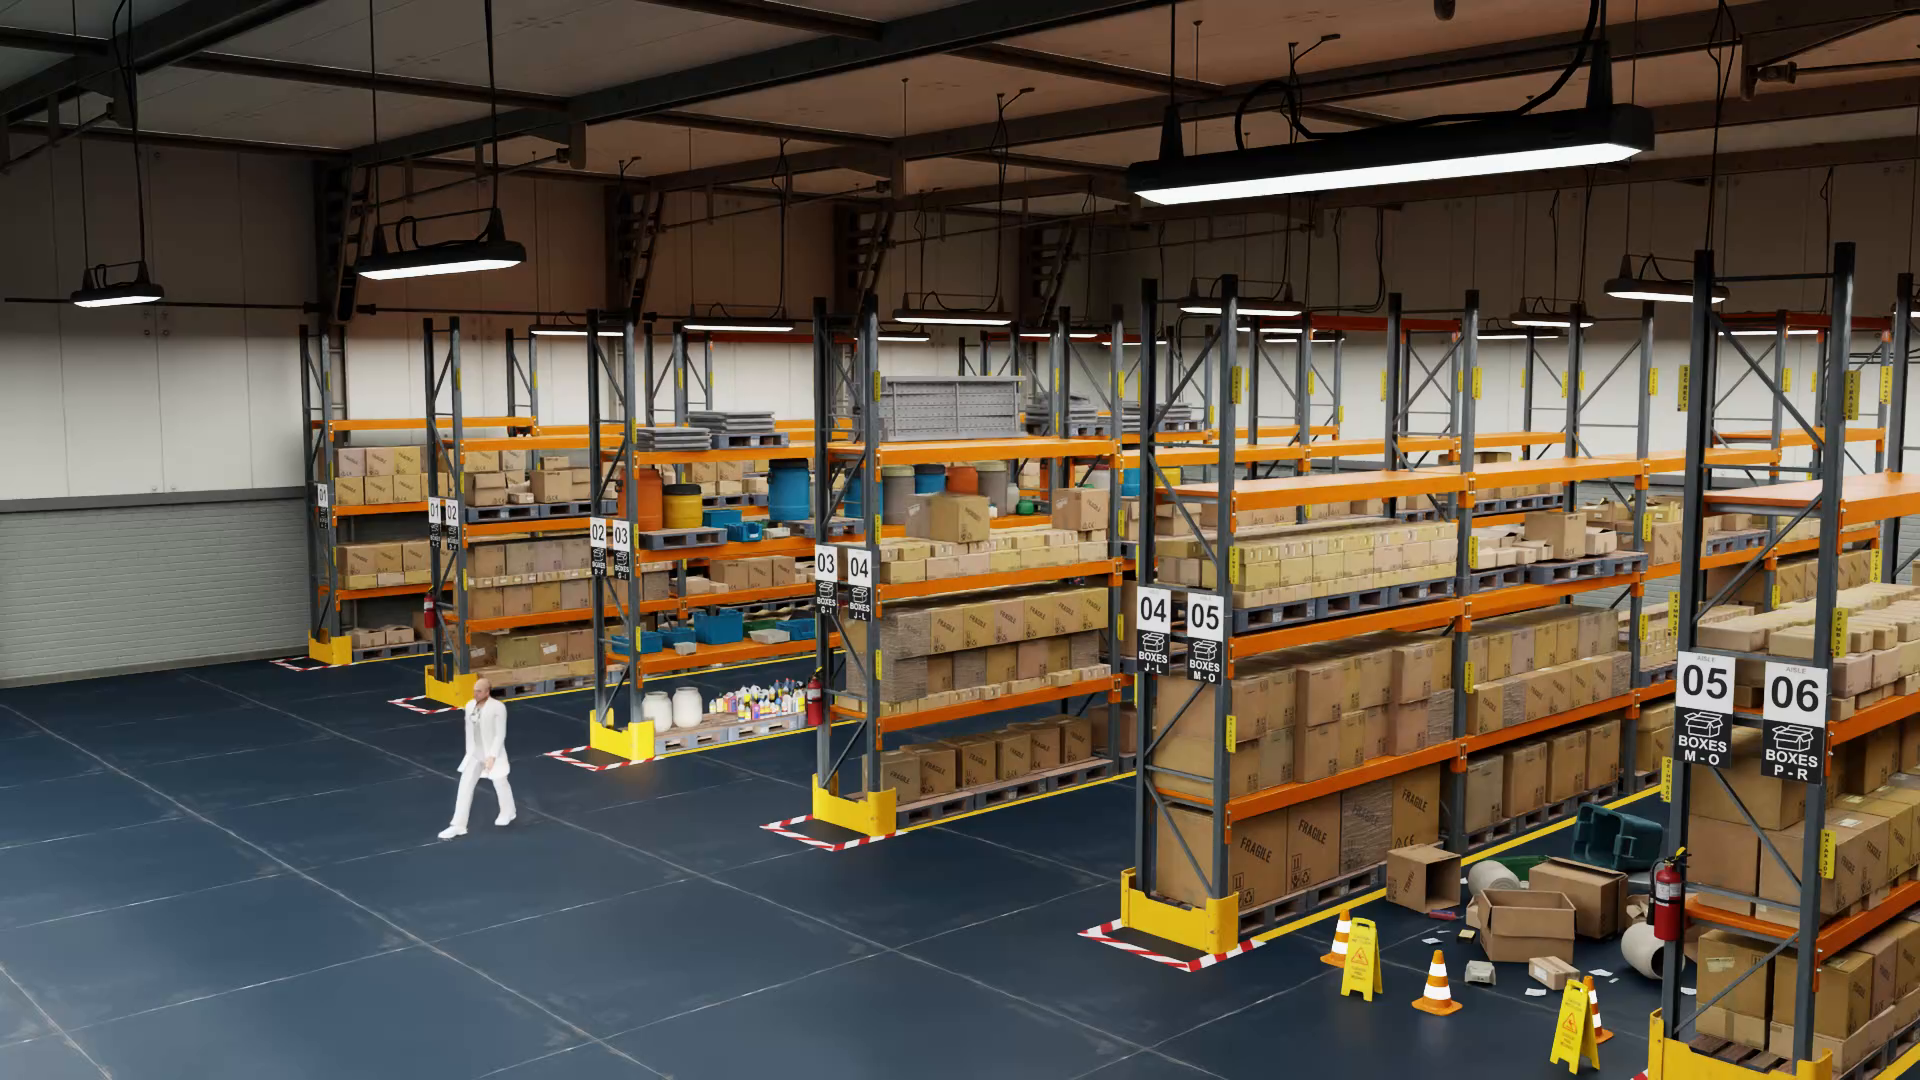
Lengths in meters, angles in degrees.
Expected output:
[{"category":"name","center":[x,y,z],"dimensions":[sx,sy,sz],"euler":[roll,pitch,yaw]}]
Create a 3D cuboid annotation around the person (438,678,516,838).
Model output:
[{"category":"person","center":[-5.342,2.403,18.584],"dimensions":[0.599,1.727,1.058],"euler":[1,6,14]}]
